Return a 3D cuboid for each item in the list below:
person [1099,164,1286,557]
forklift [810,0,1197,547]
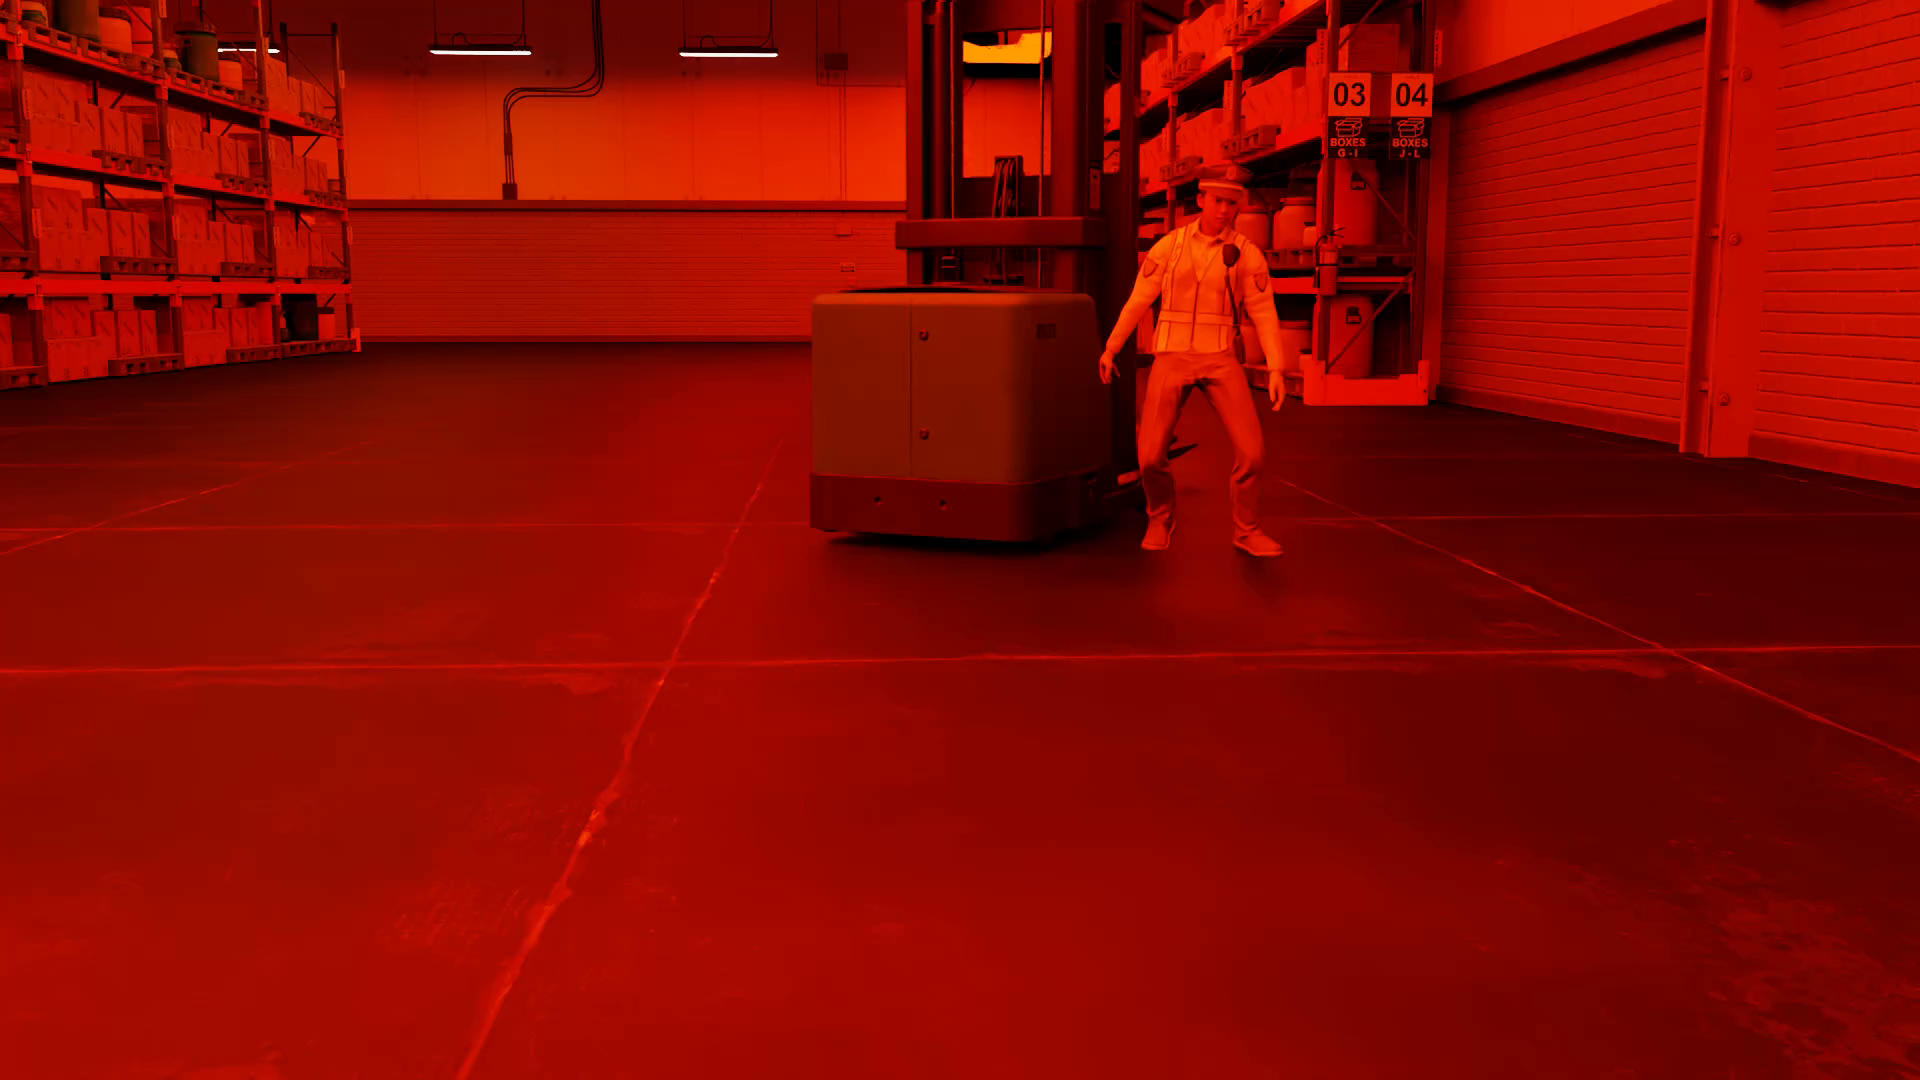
[{"bbox_3d":[0.968,-0.737,6.914,0.799,1.600,0.434,3,9,18],"label":"person"},{"bbox_3d":[0.422,-1.600,8.107,1.130,2.935,3.031,4,9,24],"label":"forklift"}]
